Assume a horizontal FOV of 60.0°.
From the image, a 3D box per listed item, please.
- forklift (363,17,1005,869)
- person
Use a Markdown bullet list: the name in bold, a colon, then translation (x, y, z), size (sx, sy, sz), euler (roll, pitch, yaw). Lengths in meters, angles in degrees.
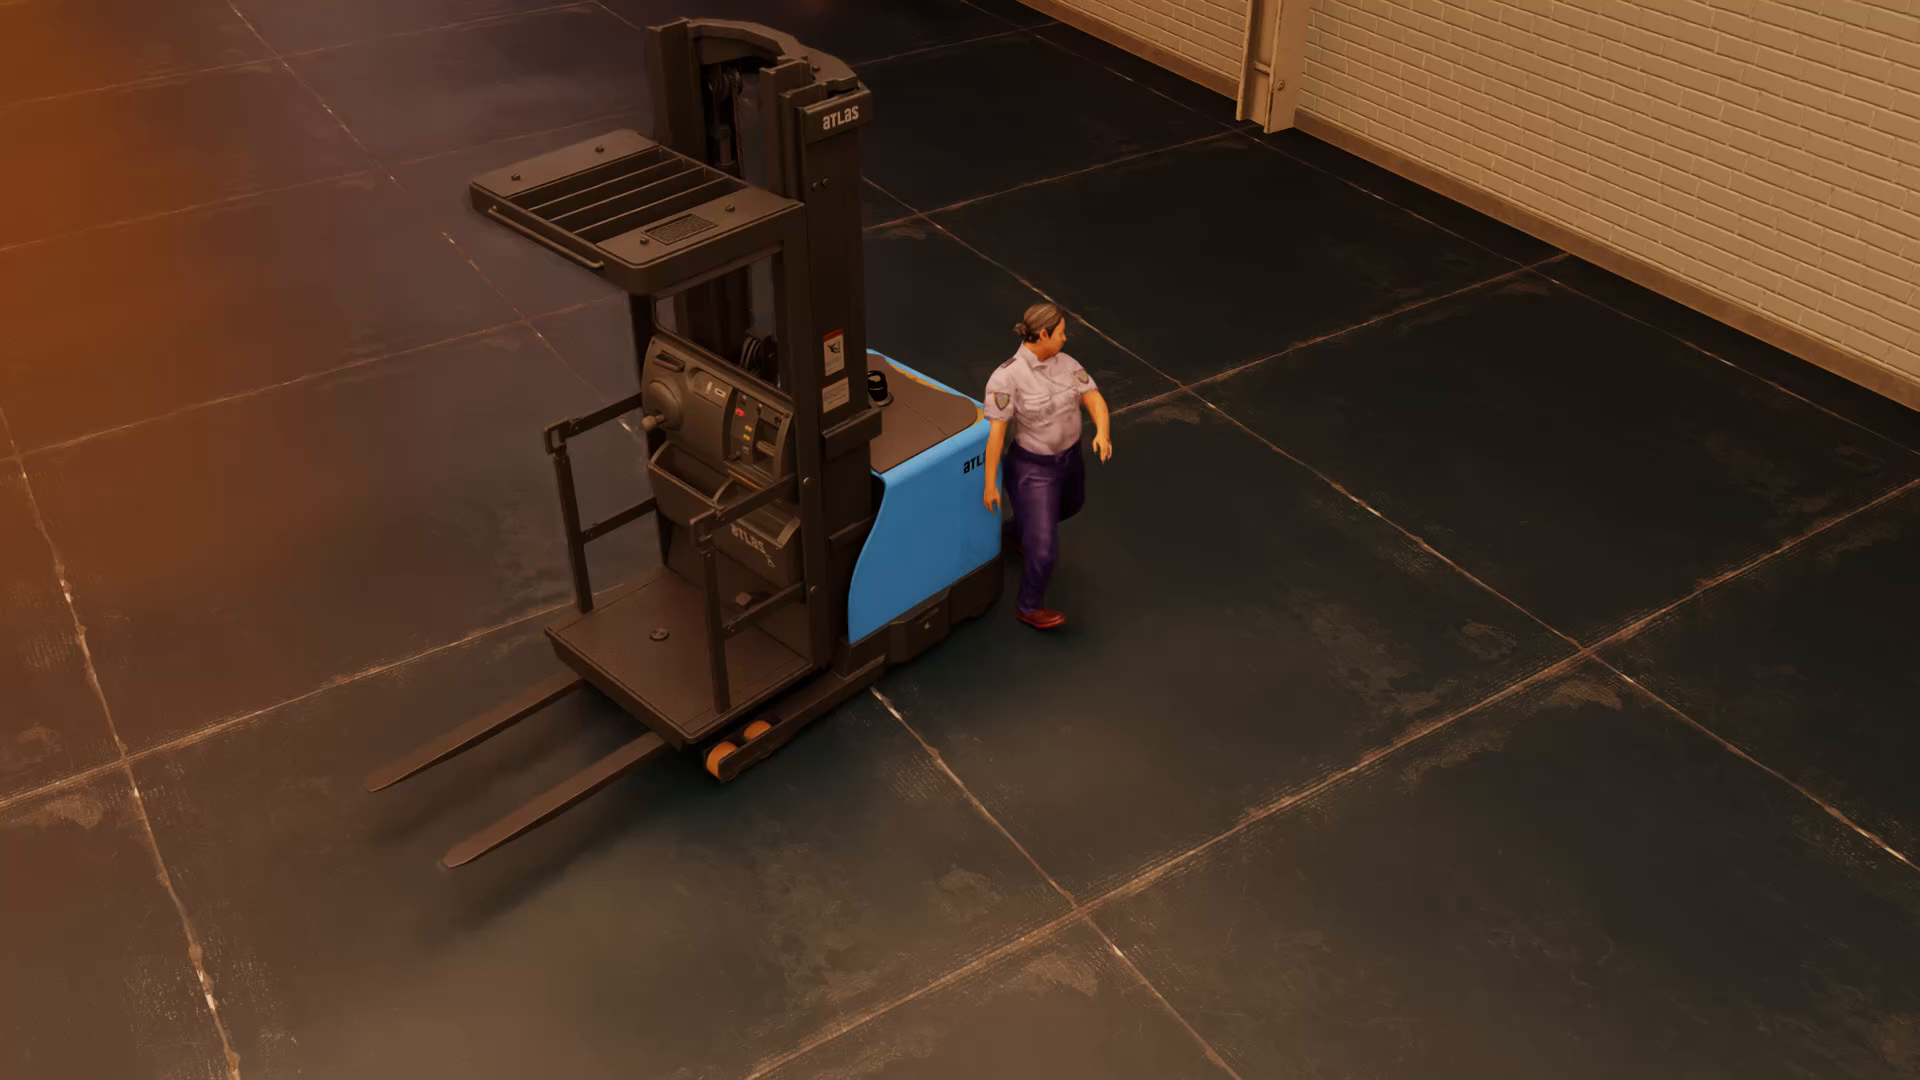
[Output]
- **forklift**: translation (-1.172, -0.492, 6.848), size (1.130, 2.935, 3.031), euler (29, 44, 35)
- **person**: translation (0.373, -0.331, 7.853), size (0.833, 1.520, 0.740), euler (24, 42, 30)
